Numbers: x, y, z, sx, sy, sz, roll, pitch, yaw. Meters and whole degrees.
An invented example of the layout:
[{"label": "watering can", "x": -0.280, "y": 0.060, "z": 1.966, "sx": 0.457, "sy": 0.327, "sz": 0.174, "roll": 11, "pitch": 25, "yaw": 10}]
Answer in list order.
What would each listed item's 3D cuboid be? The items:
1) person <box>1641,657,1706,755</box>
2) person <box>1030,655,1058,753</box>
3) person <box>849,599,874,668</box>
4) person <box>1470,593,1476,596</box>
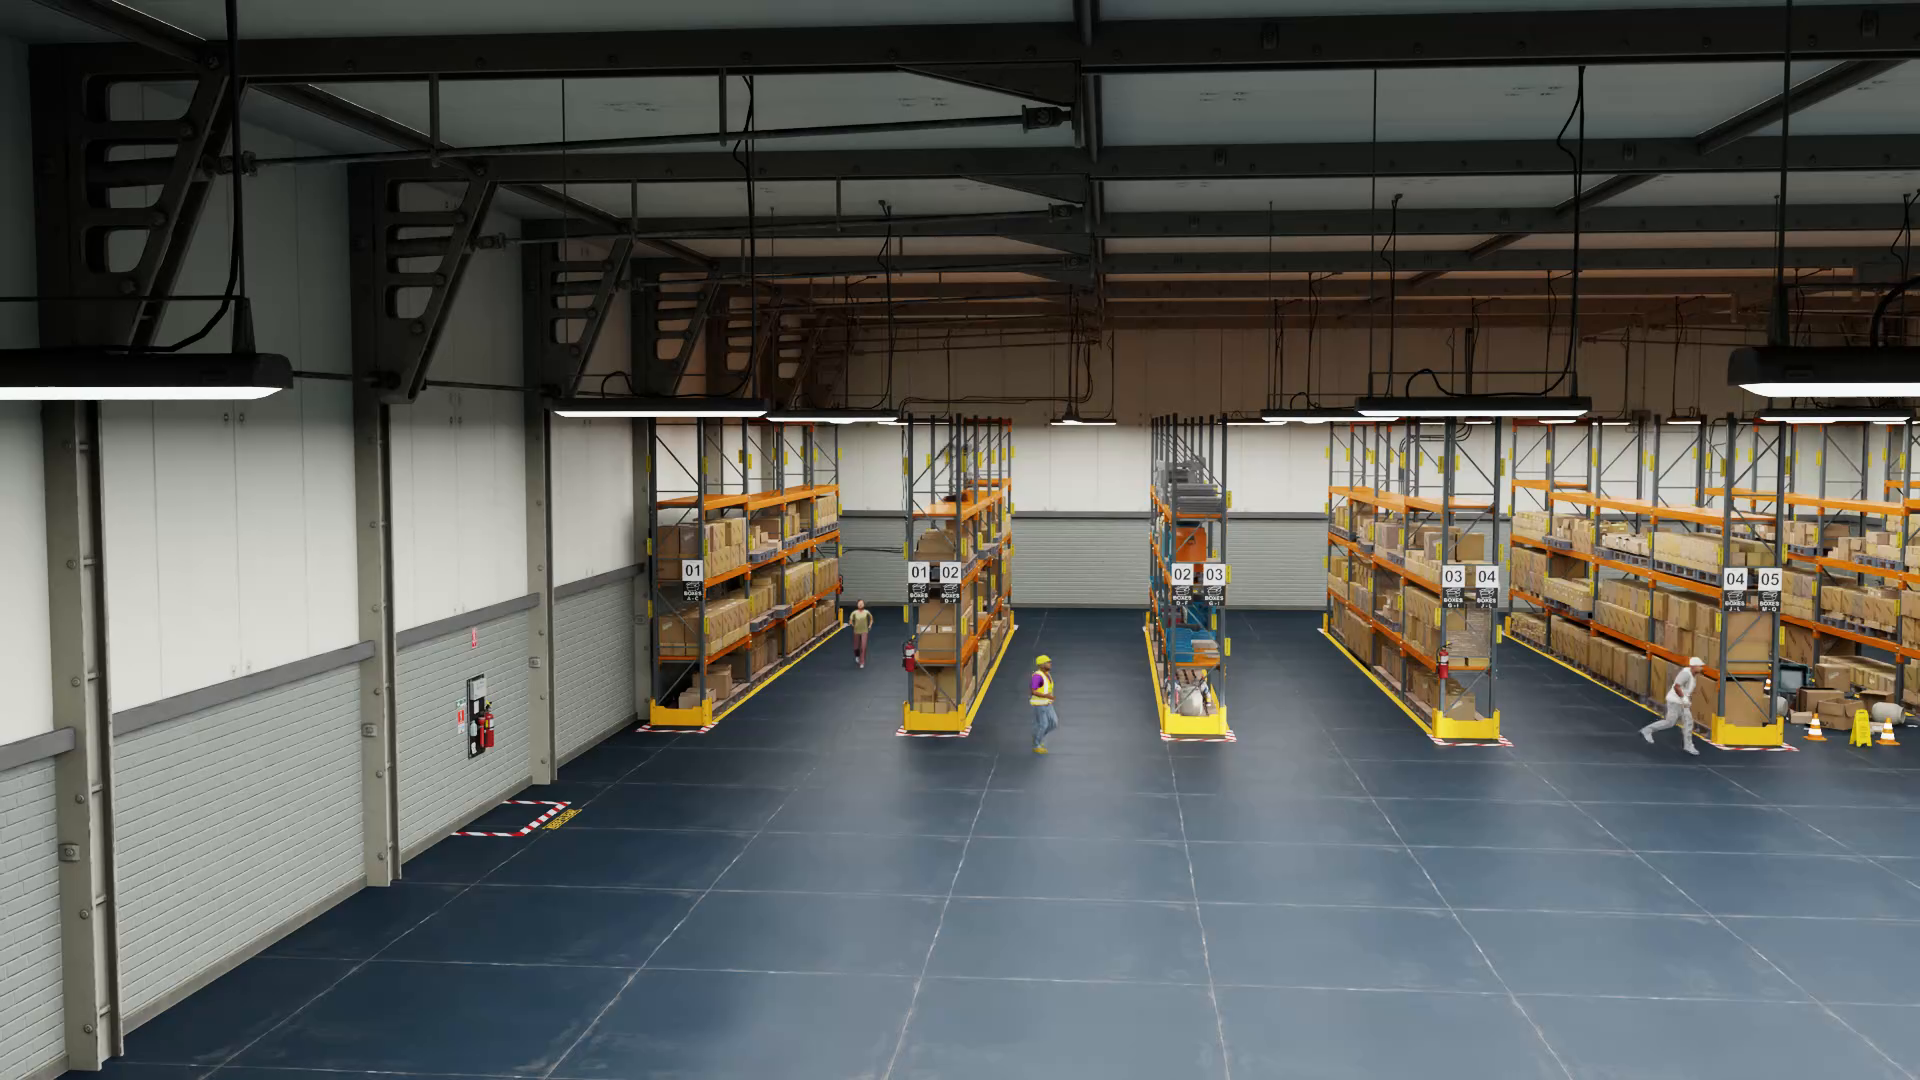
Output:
[{"label": "person", "x": 12.635, "y": 2.906, "z": 29.476, "sx": 1.037, "sy": 1.728, "sz": 0.709, "roll": 2, "pitch": 4, "yaw": 30}, {"label": "person", "x": 1.485, "y": 2.888, "z": 29.228, "sx": 0.590, "sy": 1.732, "sz": 0.677, "roll": 2, "pitch": 4, "yaw": 28}, {"label": "person", "x": -2.362, "y": 2.228, "z": 39.820, "sx": 0.588, "sy": 1.628, "sz": 0.758, "roll": 0, "pitch": 4, "yaw": -3}, {"label": "person", "x": 14.233, "y": 1.782, "z": 46.642, "sx": 0.668, "sy": 1.600, "sz": 0.773, "roll": -2, "pitch": 4, "yaw": -29}]
